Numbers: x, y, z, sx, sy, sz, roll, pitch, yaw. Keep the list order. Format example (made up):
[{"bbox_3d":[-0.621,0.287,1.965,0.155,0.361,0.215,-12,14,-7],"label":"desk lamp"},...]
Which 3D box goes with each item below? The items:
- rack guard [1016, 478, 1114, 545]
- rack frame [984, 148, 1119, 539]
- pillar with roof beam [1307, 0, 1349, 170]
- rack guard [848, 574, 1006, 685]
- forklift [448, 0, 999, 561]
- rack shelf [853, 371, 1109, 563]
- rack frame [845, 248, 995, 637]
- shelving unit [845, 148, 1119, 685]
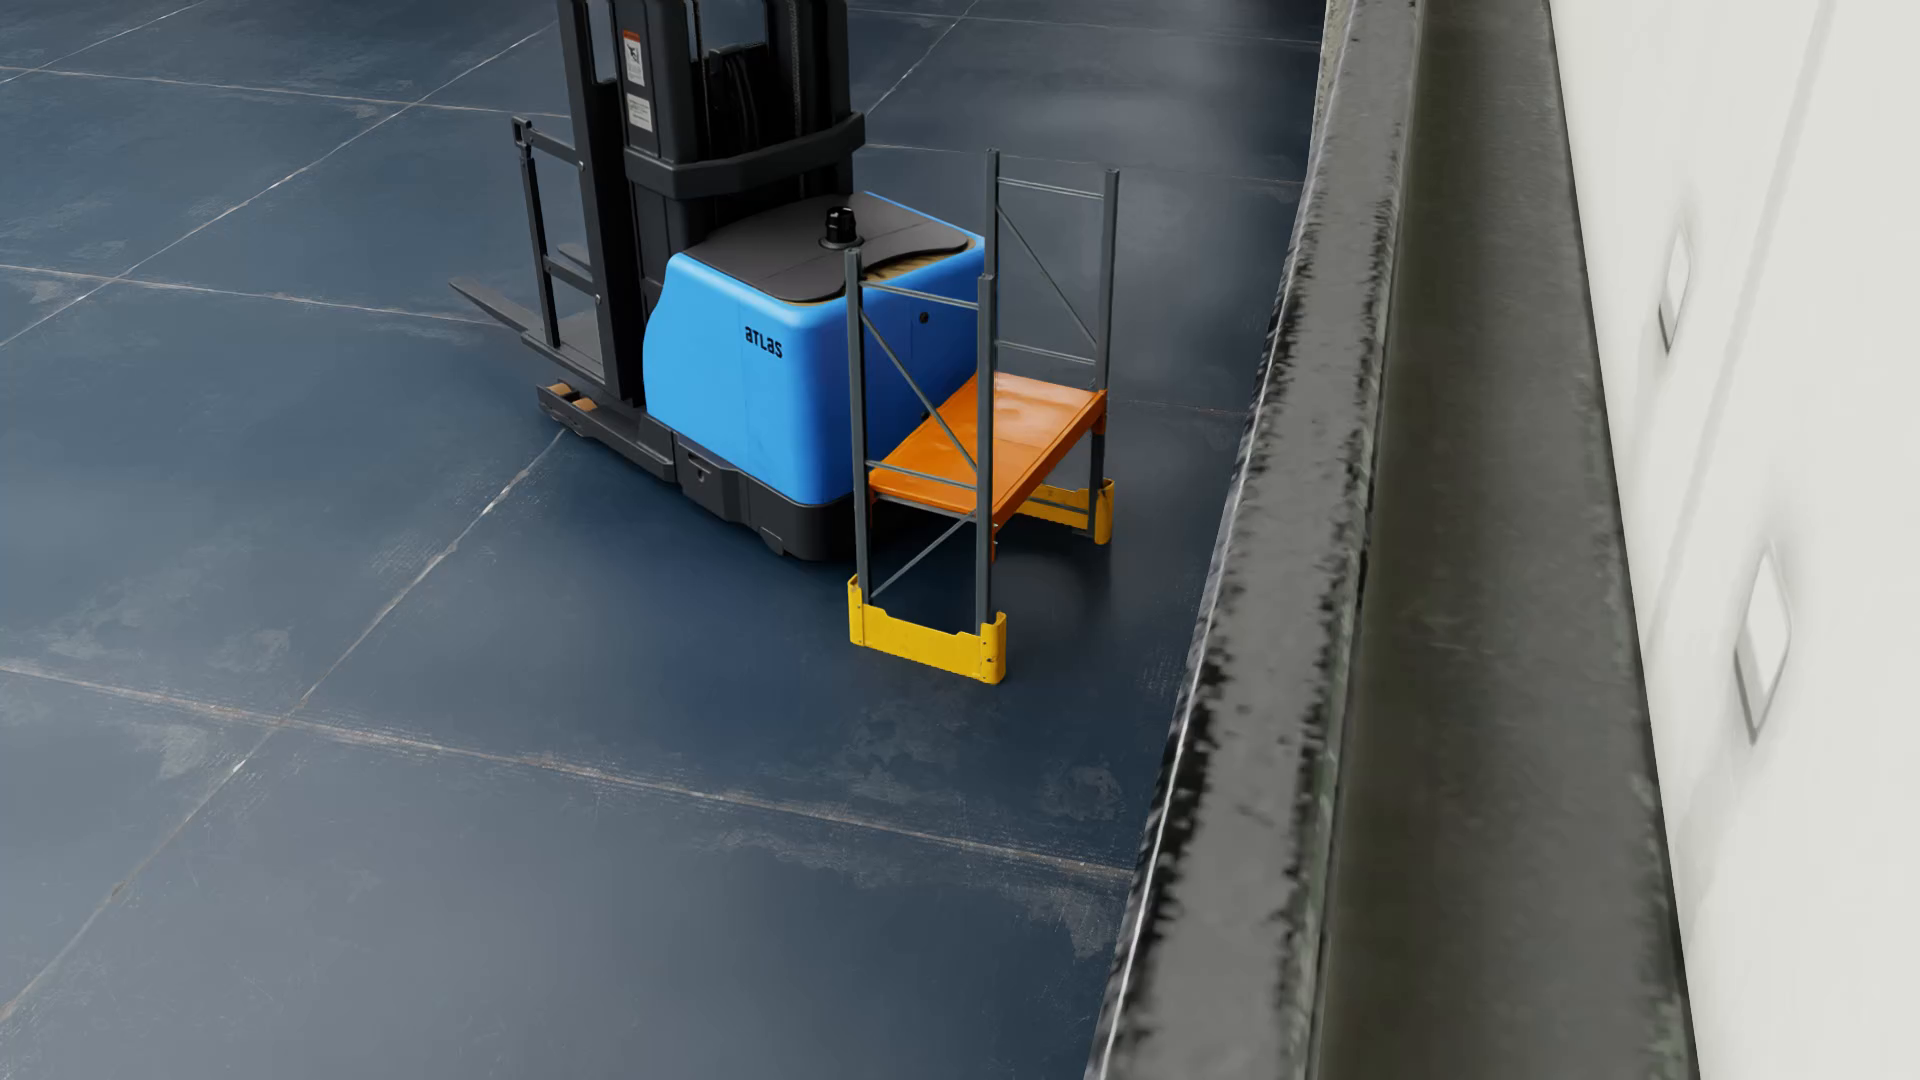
[{"bbox_3d":[0.320,-0.171,6.566,0.587,0.250,0.087,15,35,22],"label":"rack guard"},{"bbox_3d":[0.320,-0.699,6.232,0.500,1.500,0.032,15,35,22],"label":"rack frame"},{"bbox_3d":[-3.228,-3.330,3.381,9.100,9.000,0.400,8,33,12],"label":"pillar with roof beam"},{"bbox_3d":[-0.117,0.309,5.811,0.587,0.250,0.087,15,35,22],"label":"rack guard"},{"bbox_3d":[-1.213,-1.855,6.716,1.130,2.935,3.031,-27,41,-36],"label":"forklift"},{"bbox_3d":[0.097,-0.302,5.943,0.538,0.185,1.000,15,35,22],"label":"rack shelf"},{"bbox_3d":[-0.126,-0.209,5.461,0.500,1.500,0.032,15,35,22],"label":"rack frame"},{"bbox_3d":[0.101,-0.458,5.853,0.587,1.500,1.083,15,35,22],"label":"shelving unit"}]
